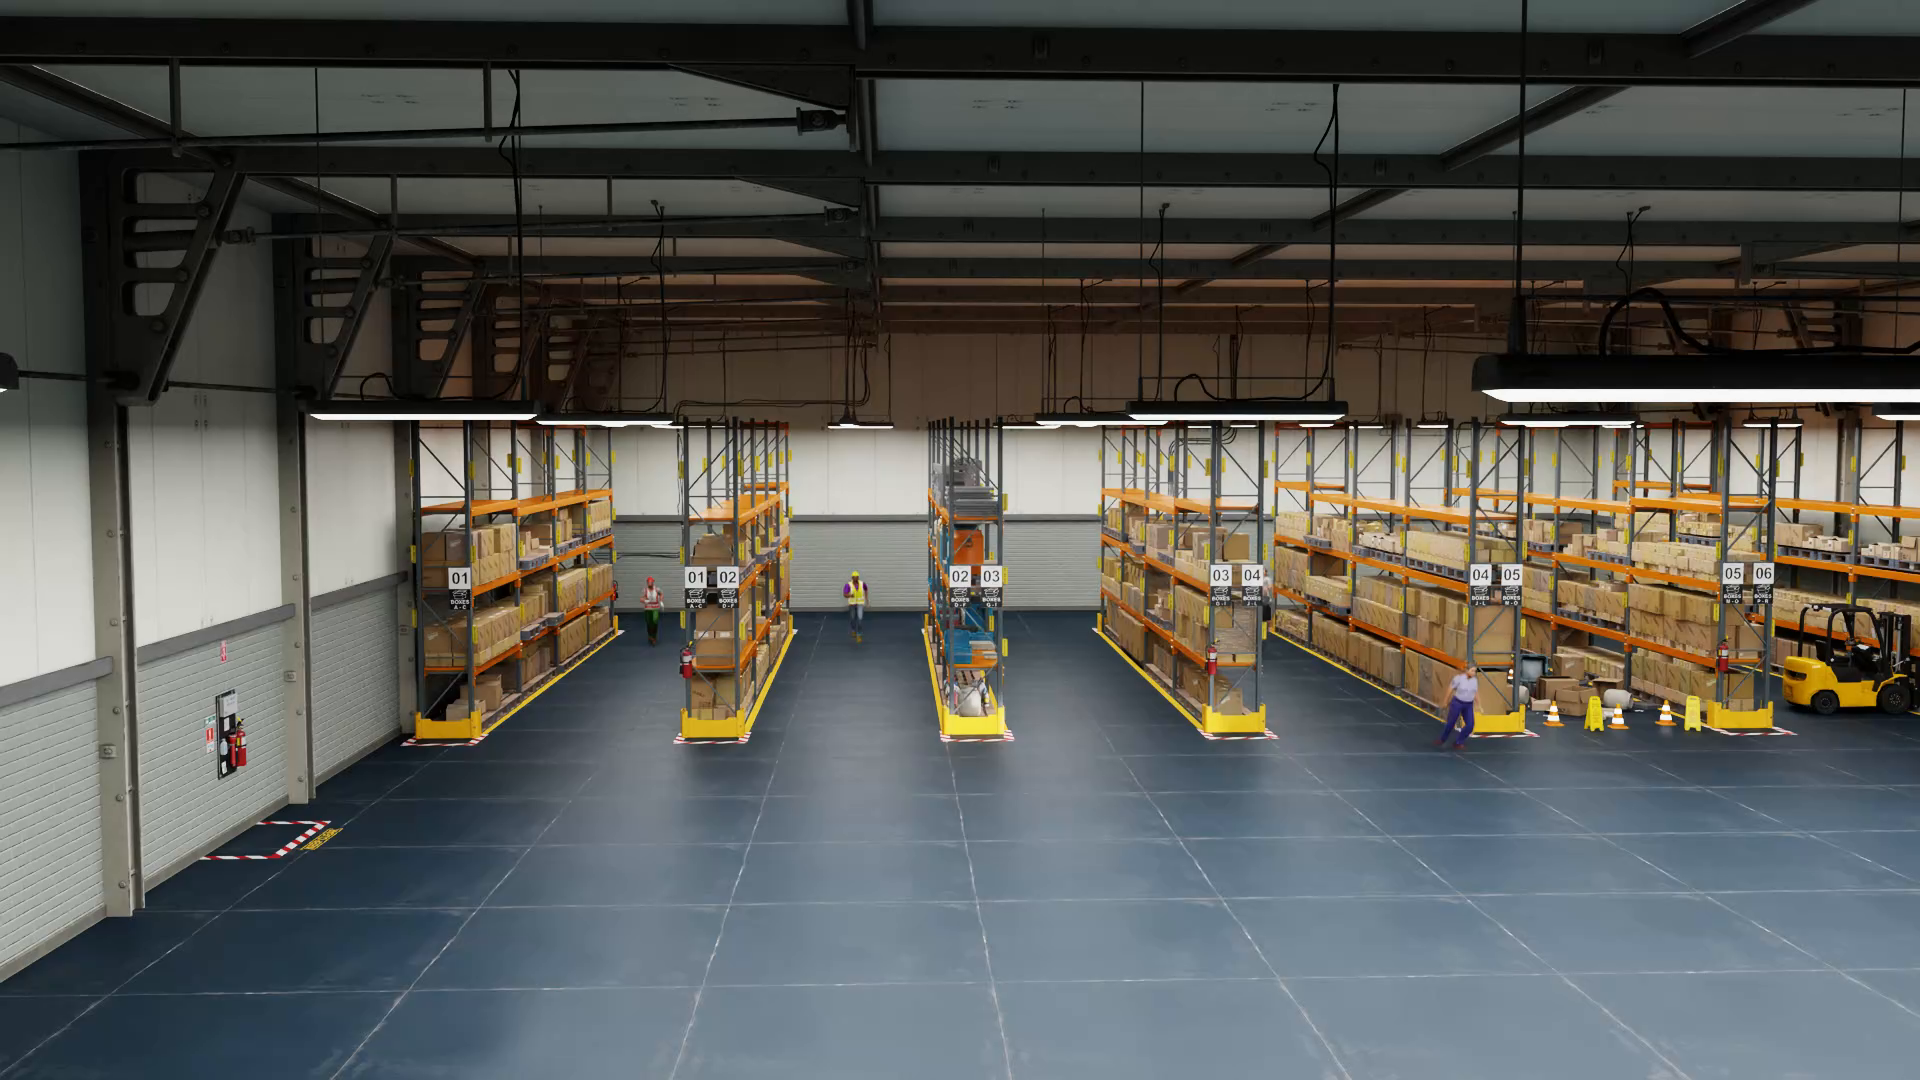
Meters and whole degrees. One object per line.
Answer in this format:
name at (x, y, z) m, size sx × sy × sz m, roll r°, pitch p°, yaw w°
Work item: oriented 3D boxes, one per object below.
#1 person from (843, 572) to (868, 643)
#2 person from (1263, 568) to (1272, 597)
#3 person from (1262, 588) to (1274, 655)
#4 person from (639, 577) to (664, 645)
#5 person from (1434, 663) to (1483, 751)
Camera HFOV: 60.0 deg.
person at (-2.740, 1.759, 43.818) m, size 0.663 × 1.867 × 0.835 m, roll 0°, pitch 4°, yaw -6°
person at (9.066, 1.655, 49.547) m, size 0.565 × 1.645 × 0.854 m, roll 3°, pitch 5°, yaw 41°
person at (7.766, 2.084, 42.783) m, size 0.638 × 1.742 × 0.461 m, roll 2°, pitch 4°, yaw 26°
person at (-8.322, 1.905, 44.870) m, size 0.632 × 1.828 × 0.842 m, roll 0°, pitch 4°, yaw -7°
person at (8.977, 2.997, 29.961) m, size 0.748 × 1.582 × 0.592 m, roll -1°, pitch 4°, yaw -17°
